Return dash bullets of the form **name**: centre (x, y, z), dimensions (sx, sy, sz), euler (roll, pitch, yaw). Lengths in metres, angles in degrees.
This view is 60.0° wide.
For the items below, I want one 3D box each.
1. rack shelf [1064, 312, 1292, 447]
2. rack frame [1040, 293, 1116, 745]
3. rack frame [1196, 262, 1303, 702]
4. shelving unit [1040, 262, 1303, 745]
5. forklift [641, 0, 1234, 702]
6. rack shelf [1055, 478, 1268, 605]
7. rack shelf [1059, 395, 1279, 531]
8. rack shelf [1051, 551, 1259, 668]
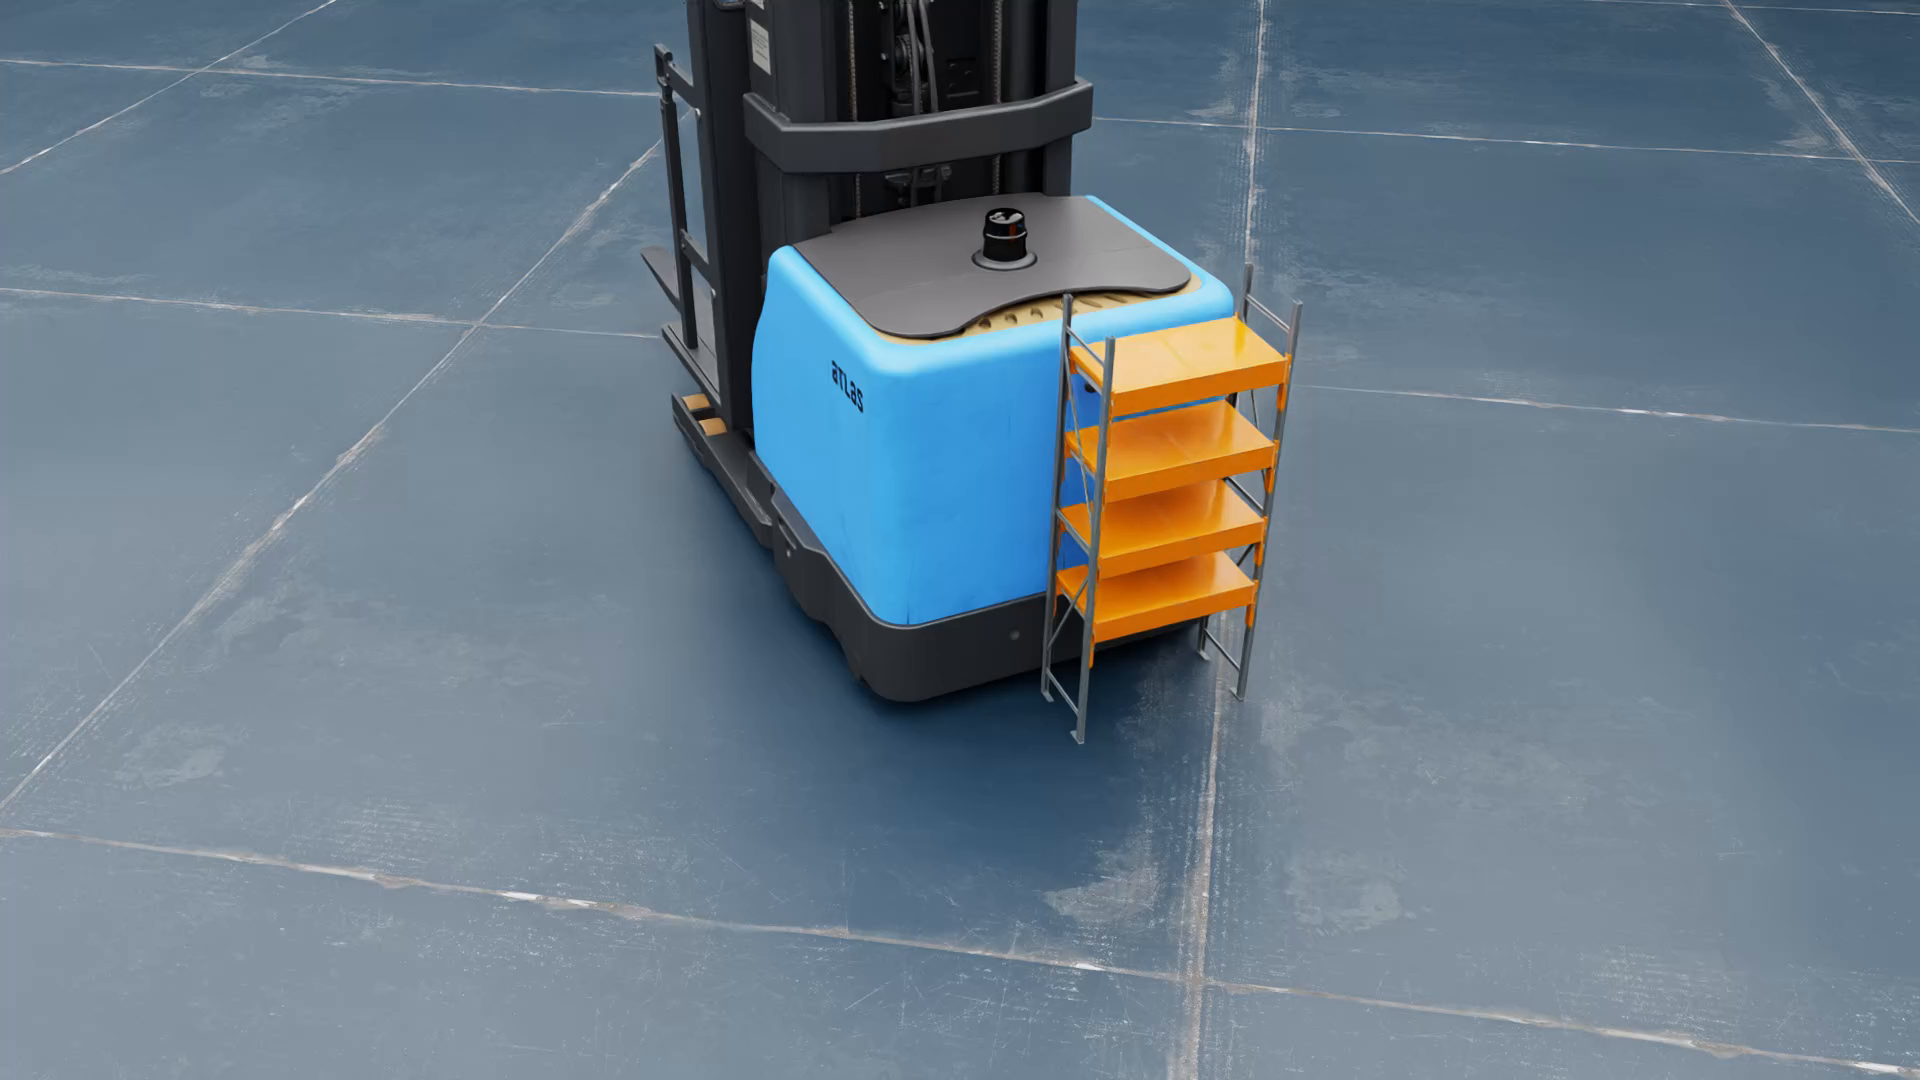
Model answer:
- **rack shelf**: centre (0.517, -0.392, 3.994), dimensions (0.480, 0.148, 0.258), euler (-13, 37, -19)
- **rack frame**: centre (0.285, -0.018, 4.136), dimensions (0.015, 1.200, 0.240), euler (-13, 37, -19)
- **rack frame**: centre (0.735, -0.118, 4.296), dimensions (0.015, 1.200, 0.240), euler (-13, 37, -19)
- **shelving unit**: centre (0.510, -0.068, 4.216), dimensions (0.503, 1.200, 0.258), euler (-13, 37, -19)
- **forklift**: centre (-0.349, -1.577, 5.007), dimensions (1.130, 2.935, 3.031), euler (-14, 35, -21)
- **rack shelf**: centre (0.508, -0.012, 4.254), dimensions (0.480, 0.148, 0.258), euler (-13, 37, -19)
- **rack shelf**: centre (0.512, -0.197, 4.128), dimensions (0.480, 0.148, 0.258), euler (-13, 37, -19)
- **rack shelf**: centre (0.505, 0.151, 4.367), dimensions (0.480, 0.148, 0.258), euler (-13, 37, -19)
